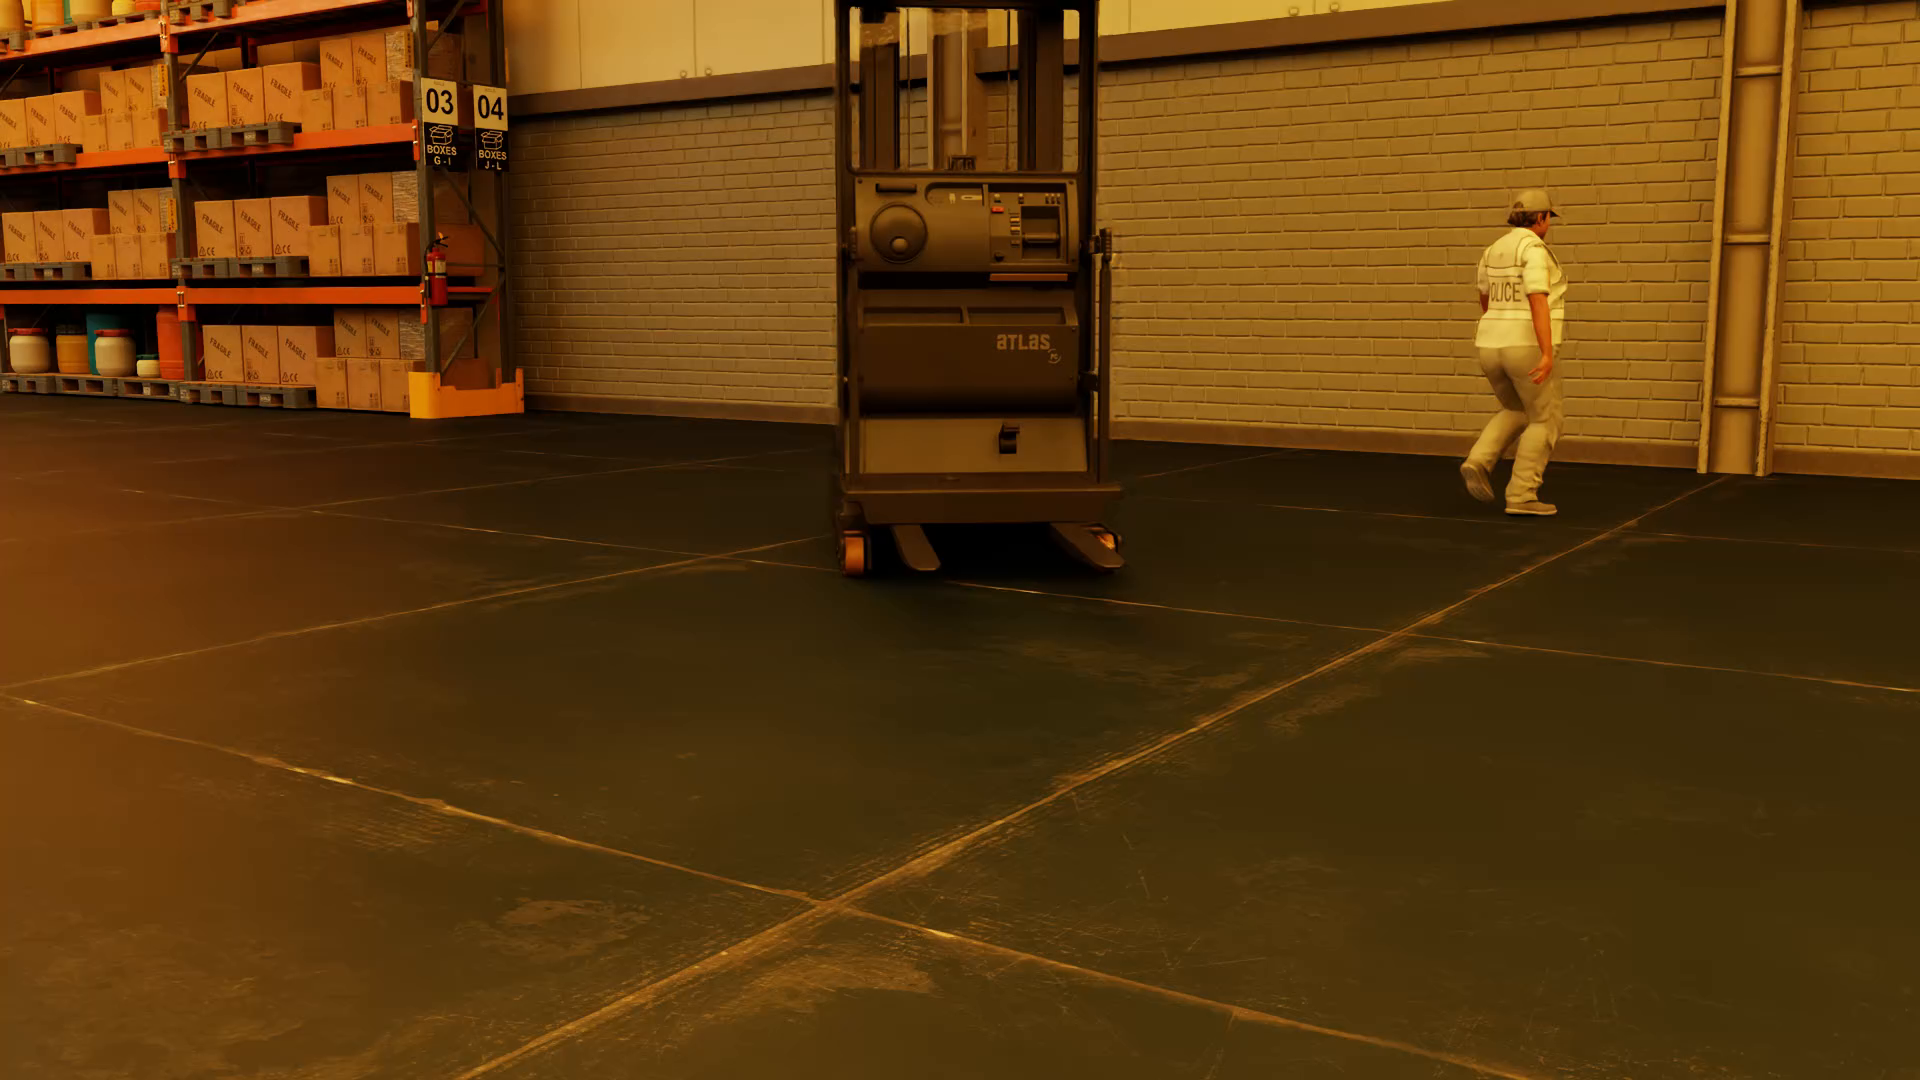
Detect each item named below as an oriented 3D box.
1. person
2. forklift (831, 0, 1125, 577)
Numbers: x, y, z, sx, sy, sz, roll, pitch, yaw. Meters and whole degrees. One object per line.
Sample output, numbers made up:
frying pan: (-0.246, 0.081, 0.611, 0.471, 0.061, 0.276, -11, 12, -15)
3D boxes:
person: (2.868, -0.951, 8.475, 0.470, 1.645, 0.646, -3, 9, -21)
forklift: (0.052, -1.352, 6.697, 1.130, 2.935, 3.031, -1, 8, -5)
